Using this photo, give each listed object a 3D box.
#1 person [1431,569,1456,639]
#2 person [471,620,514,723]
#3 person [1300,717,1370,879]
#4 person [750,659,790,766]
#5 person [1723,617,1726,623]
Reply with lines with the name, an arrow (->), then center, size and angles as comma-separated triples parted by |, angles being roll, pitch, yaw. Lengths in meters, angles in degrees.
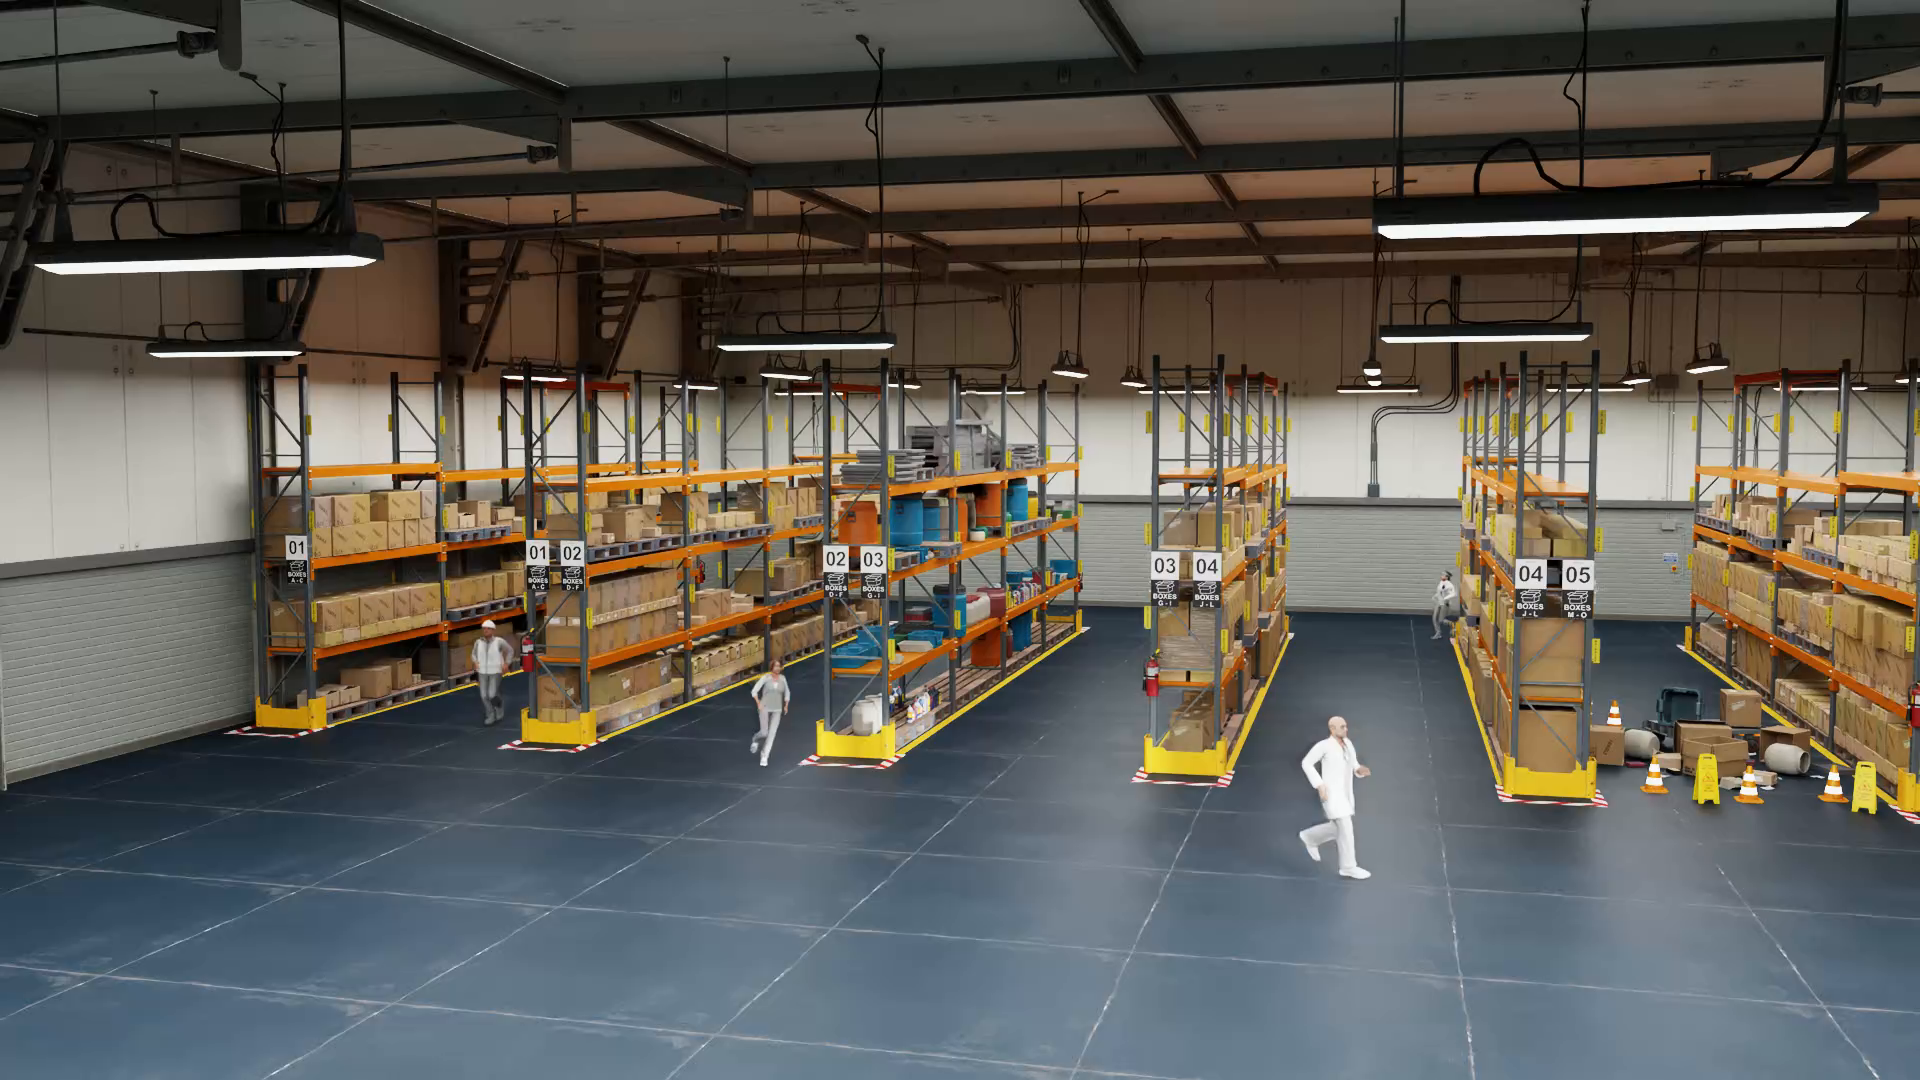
person -> 11.411, 1.507, 38.996 | 0.644, 1.660, 0.654 | -1, 4, -10
person -> -7.859, 2.214, 27.805 | 0.685, 1.740, 0.580 | 0, 4, 3
person -> 4.155, 2.831, 18.514 | 0.705, 1.756, 0.955 | -4, 5, -42
person -> -2.789, 2.535, 24.676 | 0.589, 1.532, 0.650 | -2, 4, -21
person -> 17.551, 1.567, 37.866 | 0.575, 1.689, 0.817 | -3, 5, -36
